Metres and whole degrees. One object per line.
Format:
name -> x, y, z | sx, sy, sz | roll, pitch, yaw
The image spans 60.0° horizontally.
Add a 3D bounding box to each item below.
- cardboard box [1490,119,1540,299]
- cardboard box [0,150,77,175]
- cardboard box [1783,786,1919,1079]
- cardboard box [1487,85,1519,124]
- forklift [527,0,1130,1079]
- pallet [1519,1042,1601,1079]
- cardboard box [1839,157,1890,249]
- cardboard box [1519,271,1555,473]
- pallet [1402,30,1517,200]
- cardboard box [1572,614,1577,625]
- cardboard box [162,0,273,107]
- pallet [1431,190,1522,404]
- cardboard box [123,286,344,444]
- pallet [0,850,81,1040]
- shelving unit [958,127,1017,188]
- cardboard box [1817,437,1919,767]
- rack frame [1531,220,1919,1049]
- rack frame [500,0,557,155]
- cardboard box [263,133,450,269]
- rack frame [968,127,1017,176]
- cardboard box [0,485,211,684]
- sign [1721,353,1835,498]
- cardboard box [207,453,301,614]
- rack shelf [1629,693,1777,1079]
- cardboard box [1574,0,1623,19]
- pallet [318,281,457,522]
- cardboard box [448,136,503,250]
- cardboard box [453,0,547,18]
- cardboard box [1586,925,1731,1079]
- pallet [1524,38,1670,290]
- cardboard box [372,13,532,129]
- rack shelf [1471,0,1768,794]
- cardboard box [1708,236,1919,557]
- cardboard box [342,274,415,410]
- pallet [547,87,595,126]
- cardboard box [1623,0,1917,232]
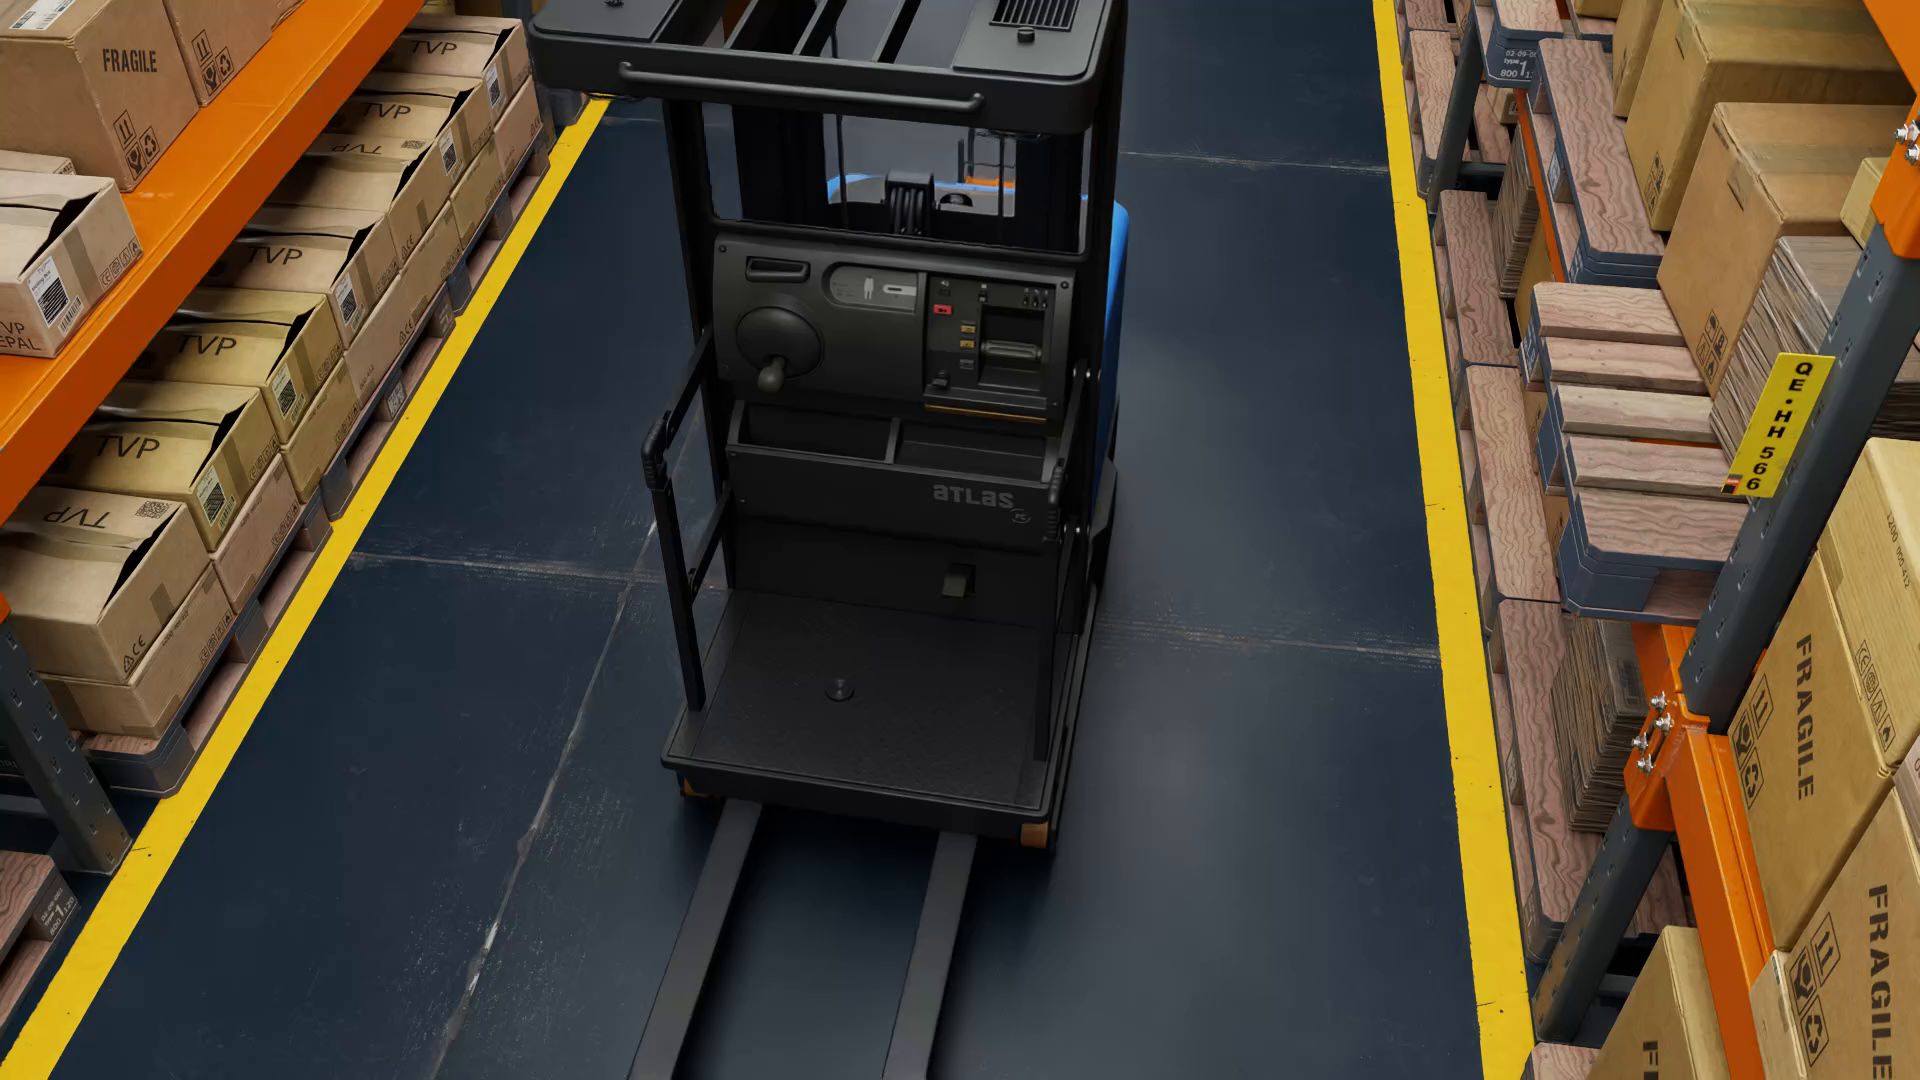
cardboard box -> 2.461, -1.243, 6.379 | 0.700, 0.500, 0.500 | 7, 44, 7
cardboard box -> -2.785, -0.998, 4.805 | 0.380, 0.149, 0.250 | 8, 44, 9
cardboard box -> 1.617, 0.745, 2.478 | 0.500, 0.500, 0.500 | 7, 44, 7
cardboard box -> 2.583, -1.992, 7.413 | 0.380, 0.166, 0.250 | 0, 43, 0
forklift -> -0.214, -0.452, 4.096 | 1.130, 2.935, 3.031 | 7, 44, 8
pallet -> 1.834, 1.775, 3.721 | 1.003, 0.211, 1.213 | 5, 44, 6
cardboard box -> 2.057, -0.658, 3.398 | 0.380, 0.149, 0.250 | -1, 43, -2
cardboard box -> 2.335, -0.542, 5.639 | 0.700, 0.500, 0.500 | 6, 44, 6
pallet -> 2.596, -1.942, 7.647 | 1.003, 0.211, 1.213 | 5, 44, 6
cardboard box -> 2.240, 0.144, 4.914 | 0.700, 0.500, 0.500 | 5, 44, 5
cardboard box -> -2.622, -1.755, 5.349 | 0.500, 0.500, 0.500 | 5, 44, 6
pallet -> 2.441, -0.950, 6.600 | 1.003, 0.211, 1.213 | 5, 44, 6
cardboard box -> -2.406, -0.609, 5.498 | 0.500, 0.311, 0.500 | 4, 44, 4
pallet -> -3.034, 1.303, 4.221 | 1.003, 0.211, 1.213 | 5, 44, 6
shelving unit -> 0.130, -0.909, 5.838 | 0.258, 1.200, 0.189 | 7, 44, 8
cardboard box -> 1.694, 0.114, 2.599 | 0.500, 0.250, 0.500 | 6, 44, 7
rack frame -> 2.013, 0.232, 3.323 | 1.000, 3.000, 0.127 | 5, 44, 6
rack frame -> -2.369, -2.941, 6.675 | 1.000, 3.000, 0.127 | 5, 44, 6
cardboard box -> -2.269, -1.302, 6.230 | 0.500, 0.311, 0.500 | 5, 44, 5
rack frame -> 0.146, -0.971, 5.903 | 0.240, 1.200, 0.006 | 7, 44, 8
cardboard box -> -2.537, 0.097, 4.753 | 0.500, 0.311, 0.500 | 7, 44, 7
sign -> 1.474, -0.202, 2.997 | 0.100, 0.325, 0.005 | 5, 44, 6
cardboard box -> -2.472, -0.042, 5.307 | 0.500, 0.250, 0.500 | 4, 44, 4
rack shelf -> 1.749, 1.857, 2.131 | 1.077, 0.370, 4.000 | 5, 44, 6
cardboard box -> 2.360, -1.966, 5.252 | 0.700, 0.500, 0.500 | 9, 44, 10
pallet -> -2.586, -0.589, 6.219 | 1.003, 0.211, 1.213 | 5, 44, 6
cardboard box -> -2.205, -1.442, 6.786 | 0.500, 0.250, 0.500 | 5, 44, 5
cardboard box -> -1.997, -2.655, 7.522 | 0.500, 0.500, 0.500 | 5, 44, 6
cardboard box -> 1.786, 1.350, 3.401 | 0.750, 0.750, 0.750 | 5, 44, 5
pallet -> 2.234, -1.051, 4.817 | 1.003, 0.211, 1.213 | 5, 44, 6
cardboard box -> -2.138, -1.997, 6.964 | 0.500, 0.311, 0.500 | 5, 44, 6
rack shelf -> 2.278, -0.869, 5.010 | 1.077, 0.370, 4.000 | 5, 44, 6
cardboard box -> 2.065, -0.285, 3.476 | 0.700, 0.500, 0.500 | 1, 43, 1
cardboard box -> -2.341, -0.746, 6.051 | 0.500, 0.250, 0.500 | 6, 44, 6
pallet -> -2.222, -2.467, 8.202 | 1.003, 0.211, 1.213 | 5, 44, 6
cardboard box -> 2.208, -1.136, 4.375 | 0.700, 0.500, 0.500 | 5, 44, 6
